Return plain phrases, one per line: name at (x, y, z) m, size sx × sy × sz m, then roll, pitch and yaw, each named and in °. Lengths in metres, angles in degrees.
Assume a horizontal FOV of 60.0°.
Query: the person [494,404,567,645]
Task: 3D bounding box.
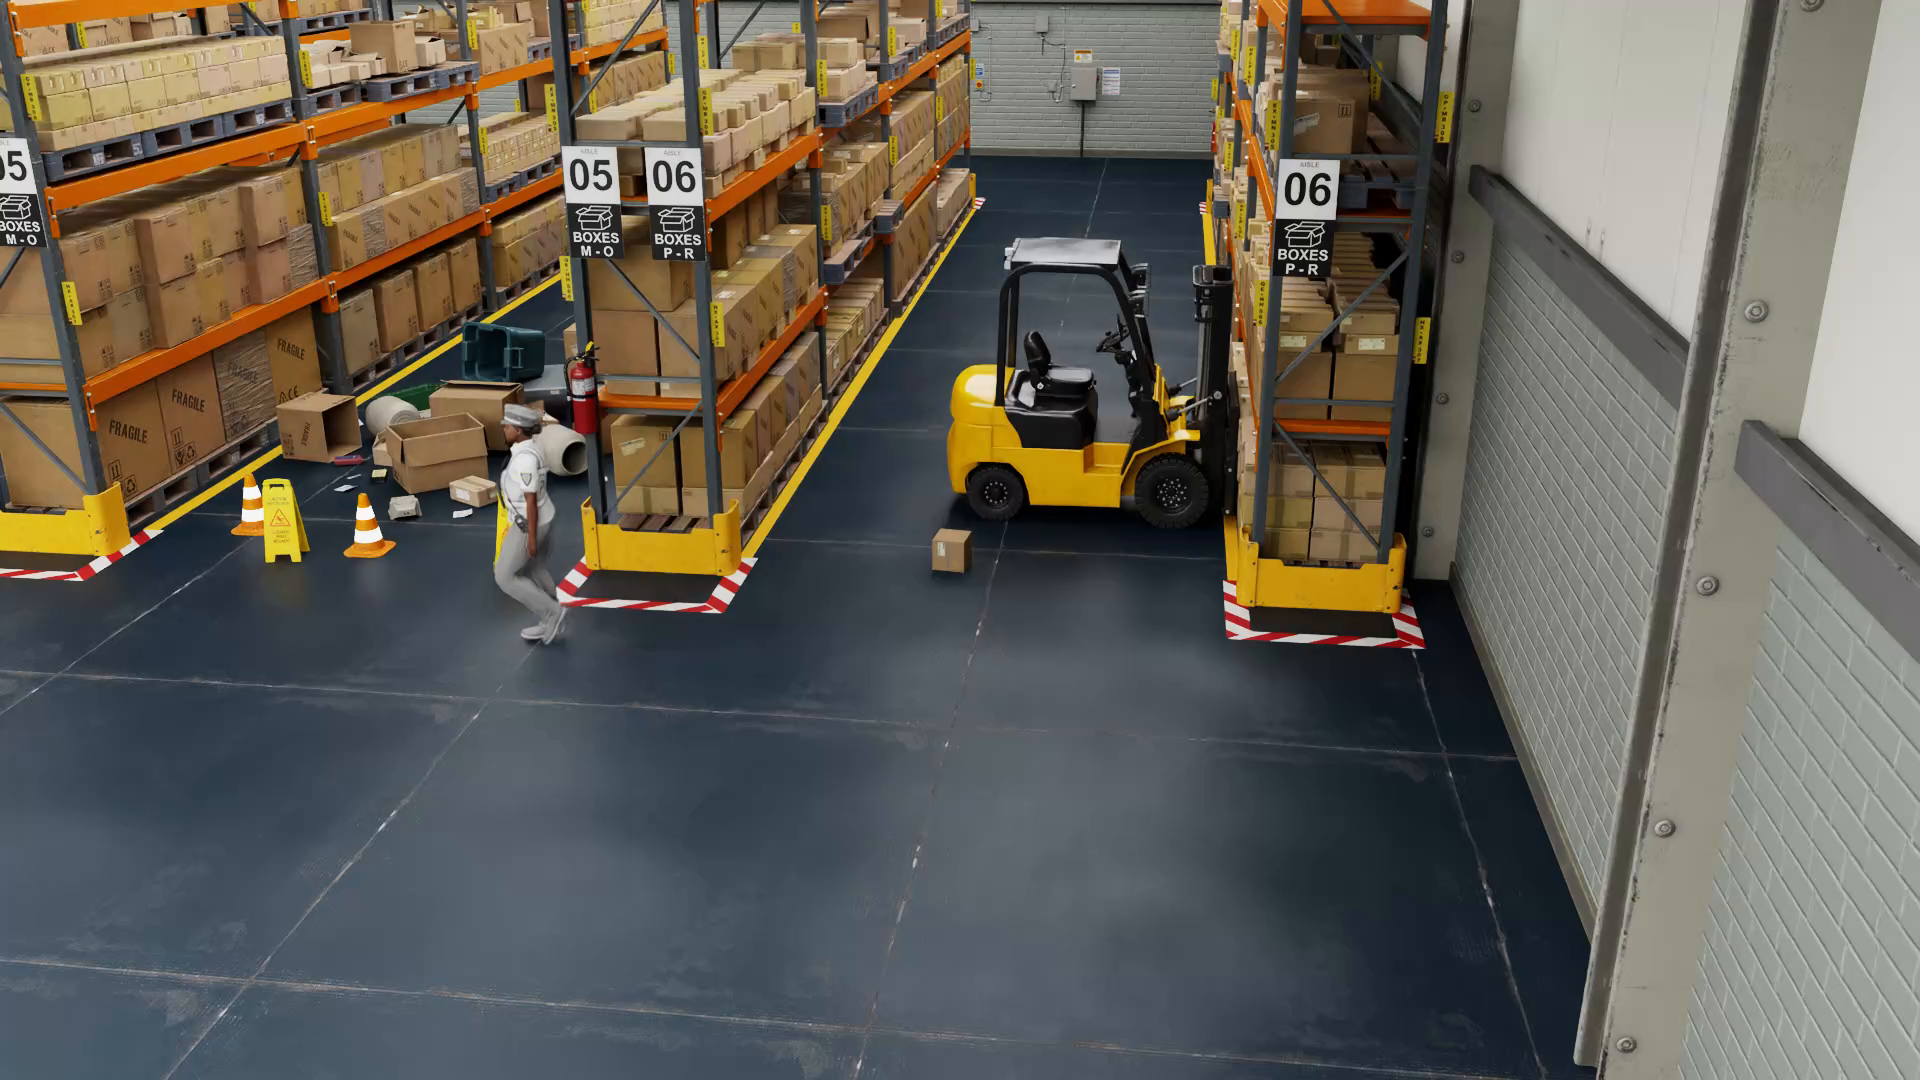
person at (-2.935, -0.106, 11.256) m, size 0.433 × 1.677 × 0.458 m, roll -2°, pitch 21°, yaw -4°
